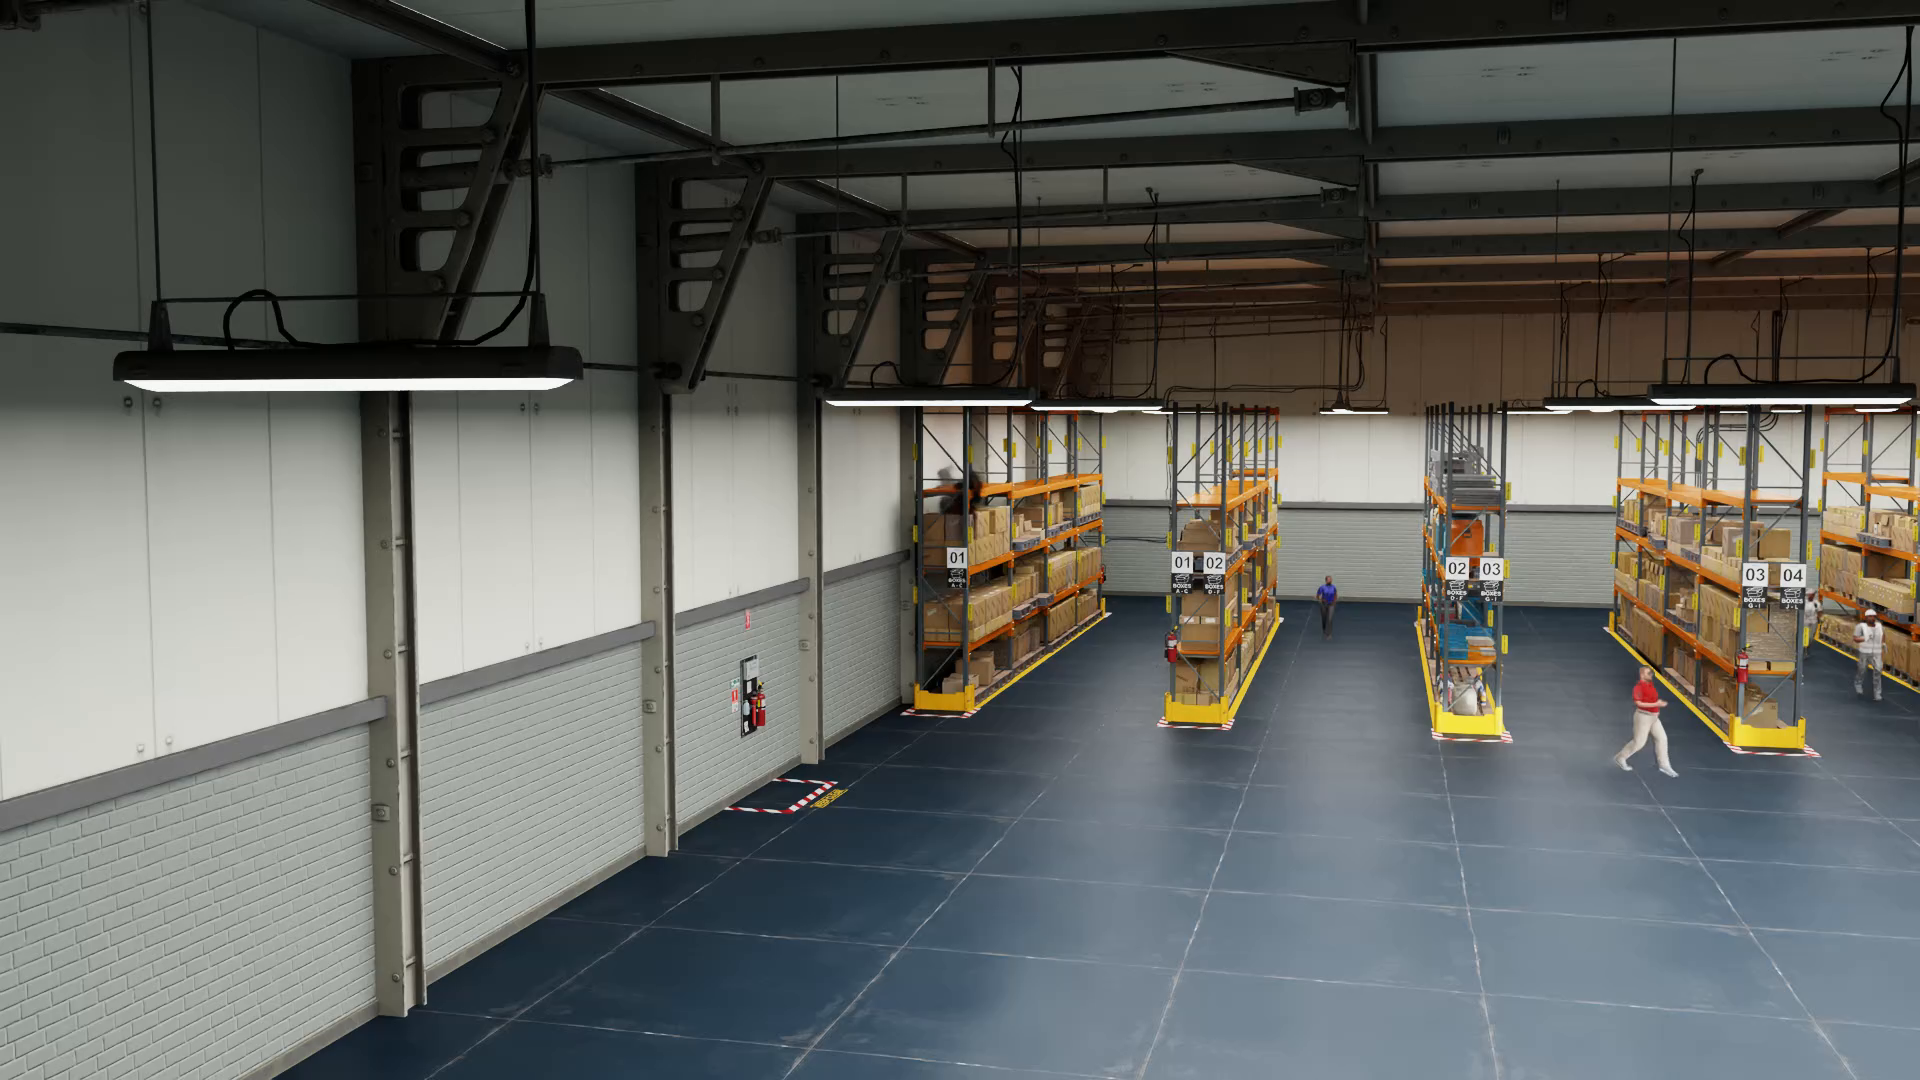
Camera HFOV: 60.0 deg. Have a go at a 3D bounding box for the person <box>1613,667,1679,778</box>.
[{"bbox_3d":[11.009,2.895,26.623,0.669,1.740,0.977,-4,6,-42],"label":"person"}]

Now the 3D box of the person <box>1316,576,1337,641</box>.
[{"bbox_3d":[9.478,1.742,42.949,0.574,1.658,0.793,0,4,2],"label":"person"}]

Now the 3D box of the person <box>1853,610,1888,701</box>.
[{"bbox_3d":[18.495,2.310,33.797,0.674,1.800,0.938,1,4,12],"label":"person"}]

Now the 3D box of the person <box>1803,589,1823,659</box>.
[{"bbox_3d":[20.094,1.987,39.300,0.552,1.696,0.652,1,4,15],"label":"person"}]
